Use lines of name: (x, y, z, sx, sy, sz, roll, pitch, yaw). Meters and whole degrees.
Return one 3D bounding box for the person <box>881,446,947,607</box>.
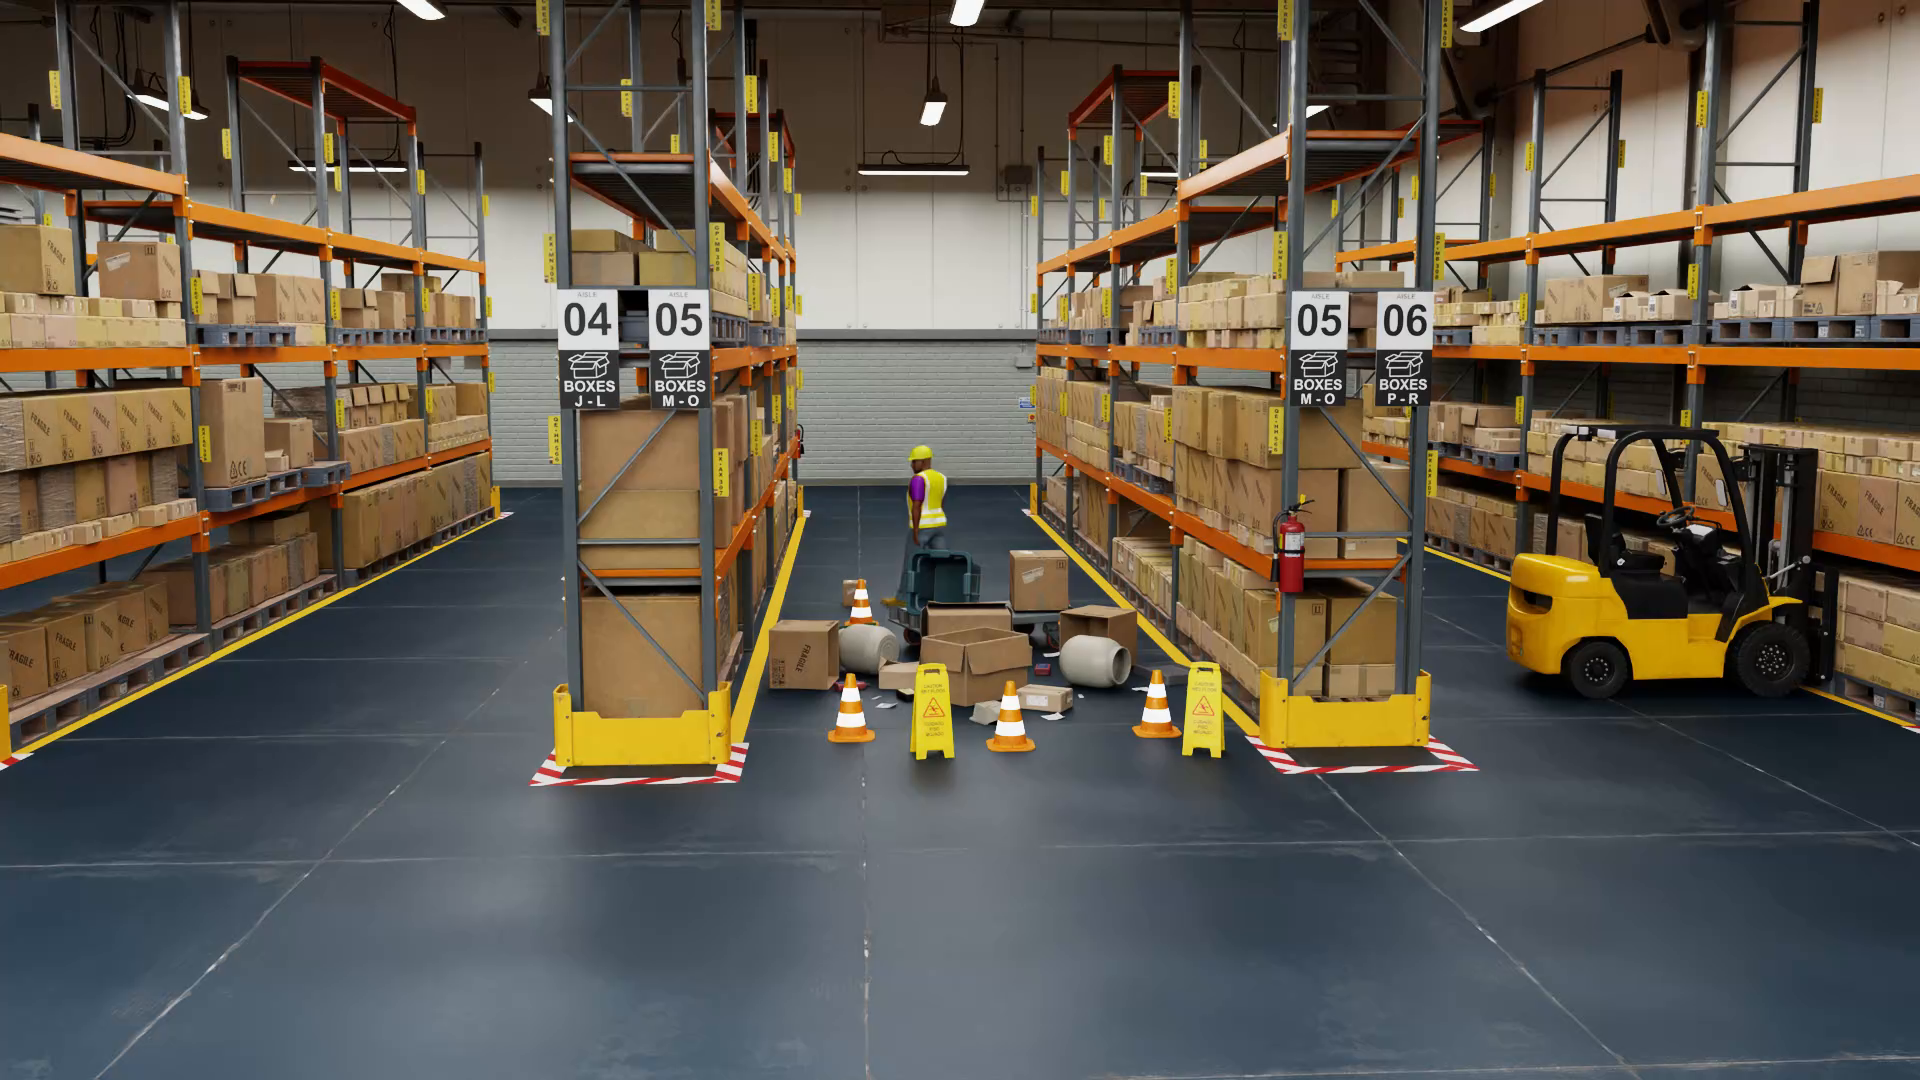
person: (-0.381, -0.139, 17.679, 0.918, 1.727, 0.585, 6, 9, 42)
